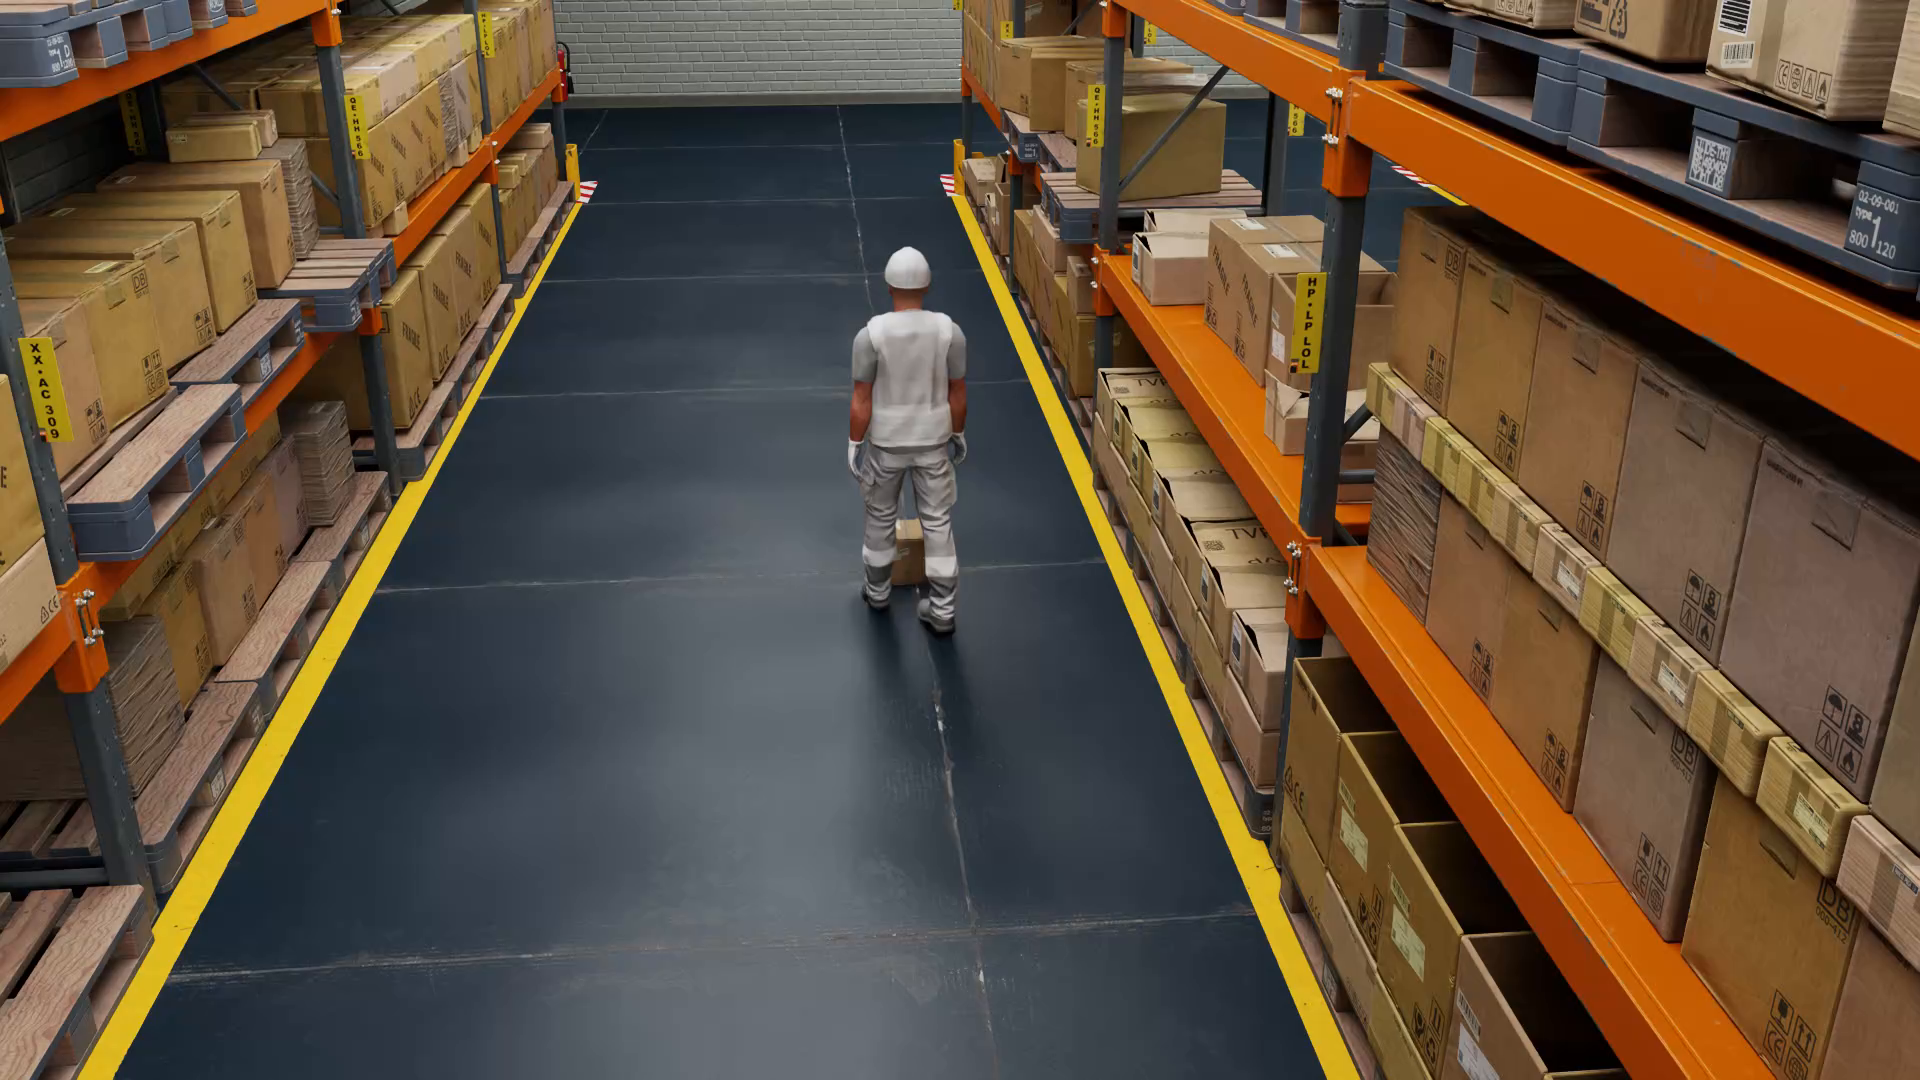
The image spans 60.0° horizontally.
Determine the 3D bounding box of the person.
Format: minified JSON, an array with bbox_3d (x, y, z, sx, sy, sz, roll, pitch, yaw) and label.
[{"bbox_3d":[-0.254,-0.486,7.672,0.562,1.786,0.625,-4,24,-9],"label":"person"}]
